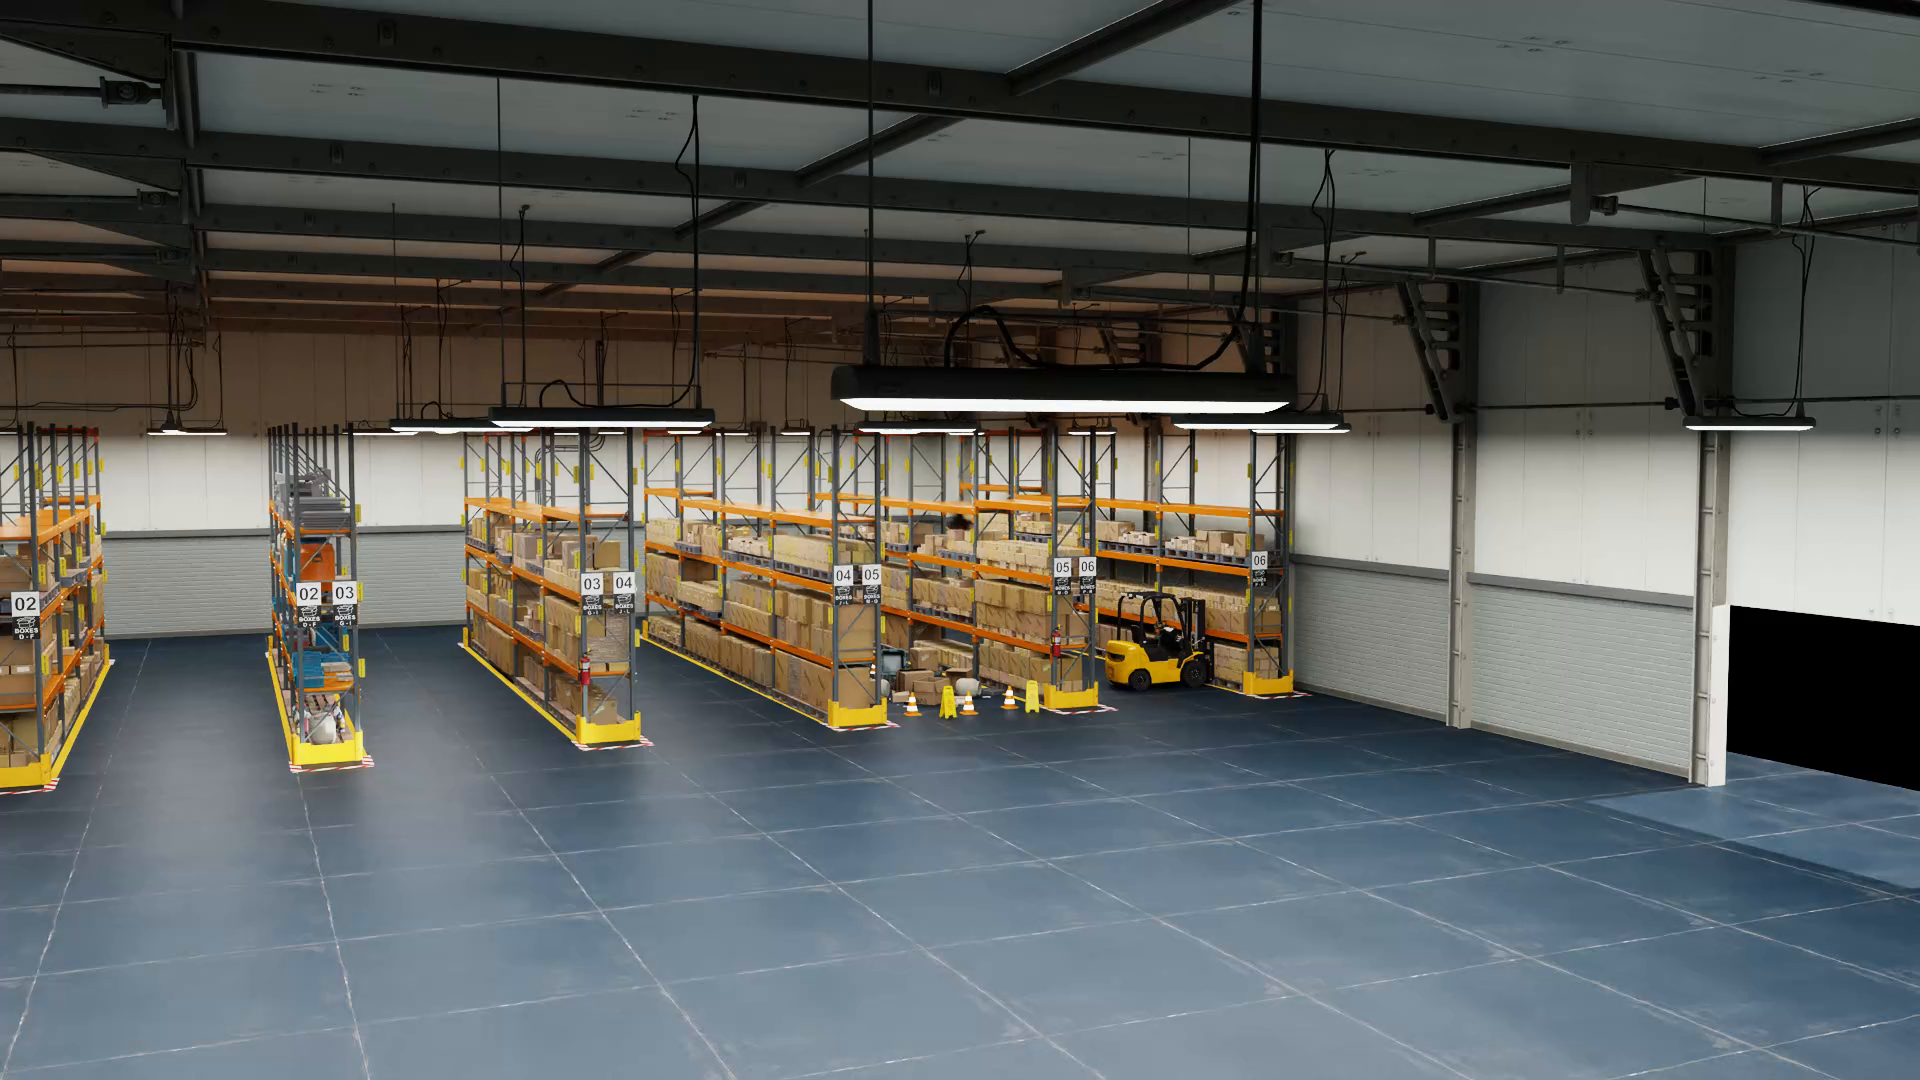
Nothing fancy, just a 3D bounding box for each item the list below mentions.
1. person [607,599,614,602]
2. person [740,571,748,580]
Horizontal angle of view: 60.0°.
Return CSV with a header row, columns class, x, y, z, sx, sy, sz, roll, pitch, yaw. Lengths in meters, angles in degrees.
class,x,y,z,sx,sy,sz,roll,pitch,yaw
person,-9.865,2.075,46.424,0.641,1.662,0.657,-1,4,-11
person,-6.551,1.773,50.386,0.607,1.749,0.637,-1,4,-18
